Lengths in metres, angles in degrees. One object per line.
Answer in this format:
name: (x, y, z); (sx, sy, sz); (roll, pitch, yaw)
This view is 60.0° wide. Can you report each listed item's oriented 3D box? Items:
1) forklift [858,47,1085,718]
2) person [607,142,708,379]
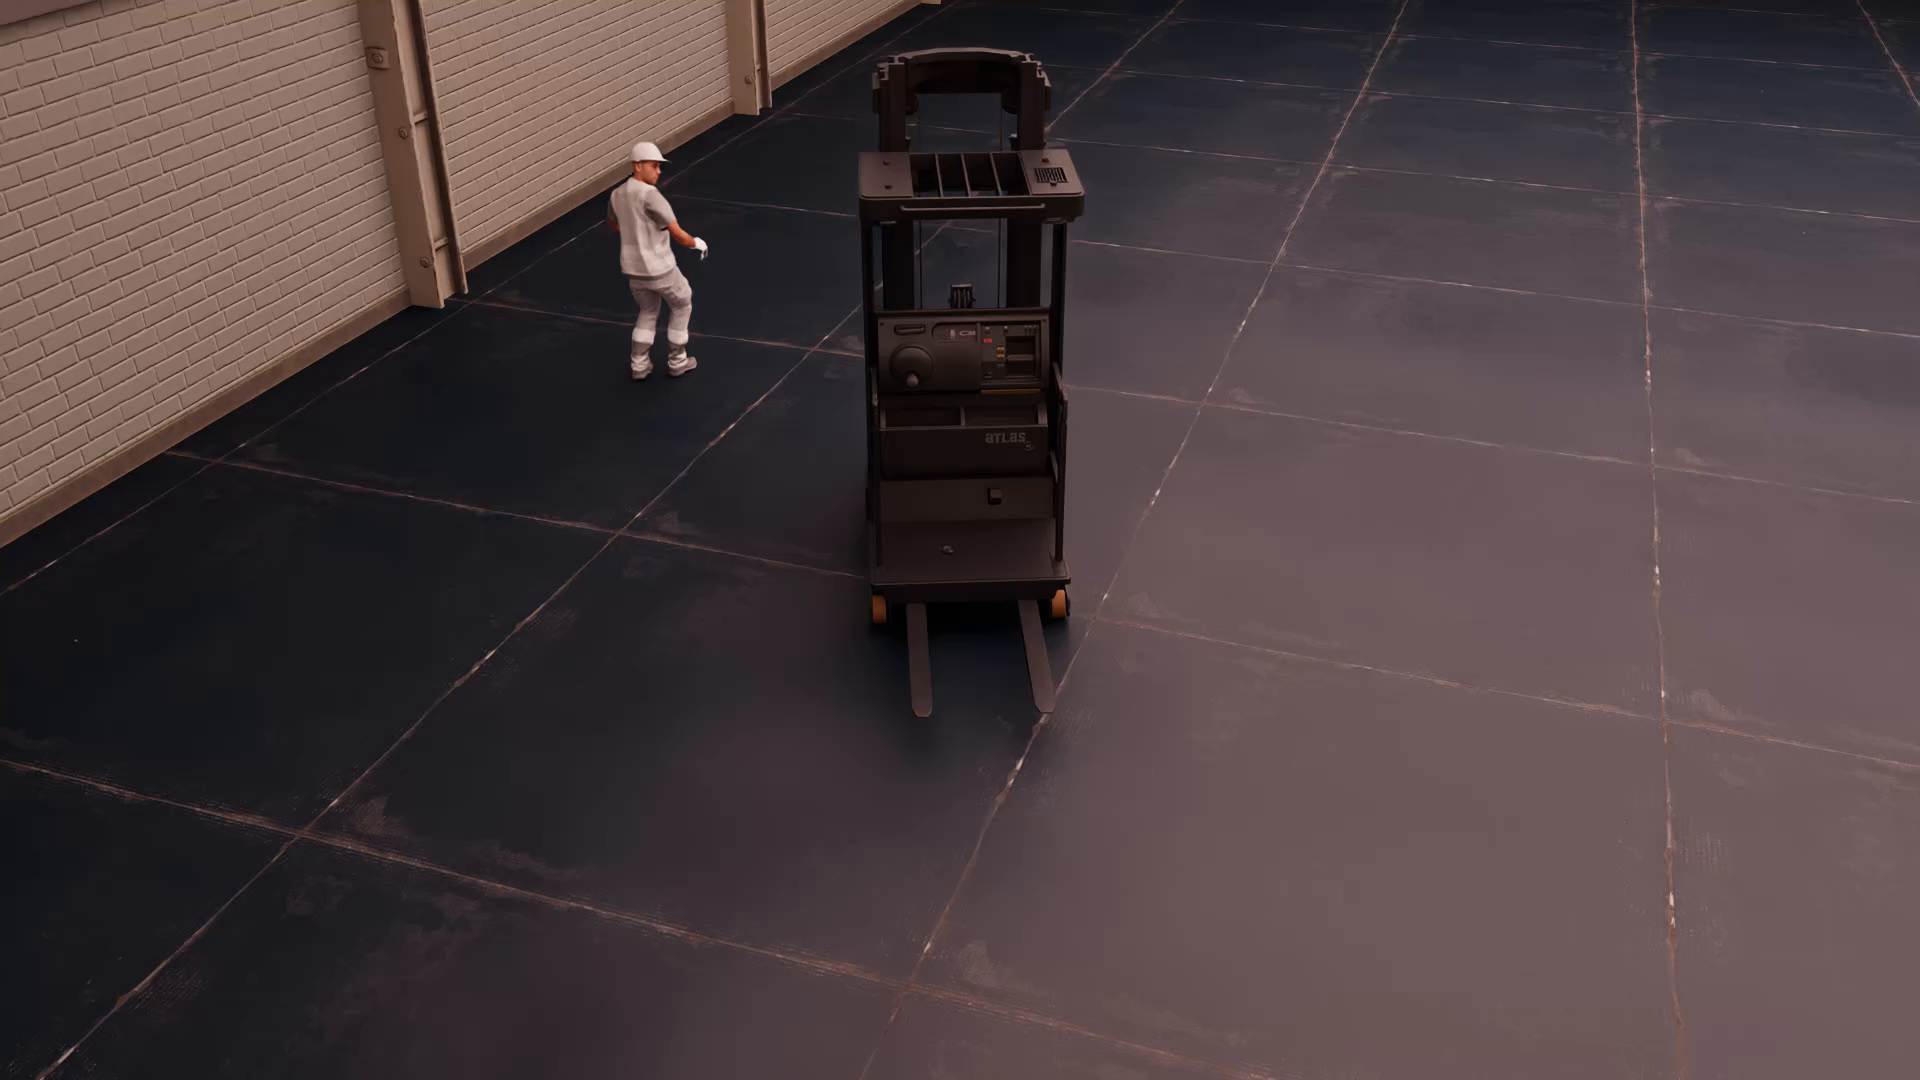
forklift: (0.035, -0.972, 8.842); (1.130, 2.935, 3.031); (-2, 30, -3)
person: (-2.162, -1.976, 11.864); (0.777, 1.730, 0.608); (17, 34, 27)
